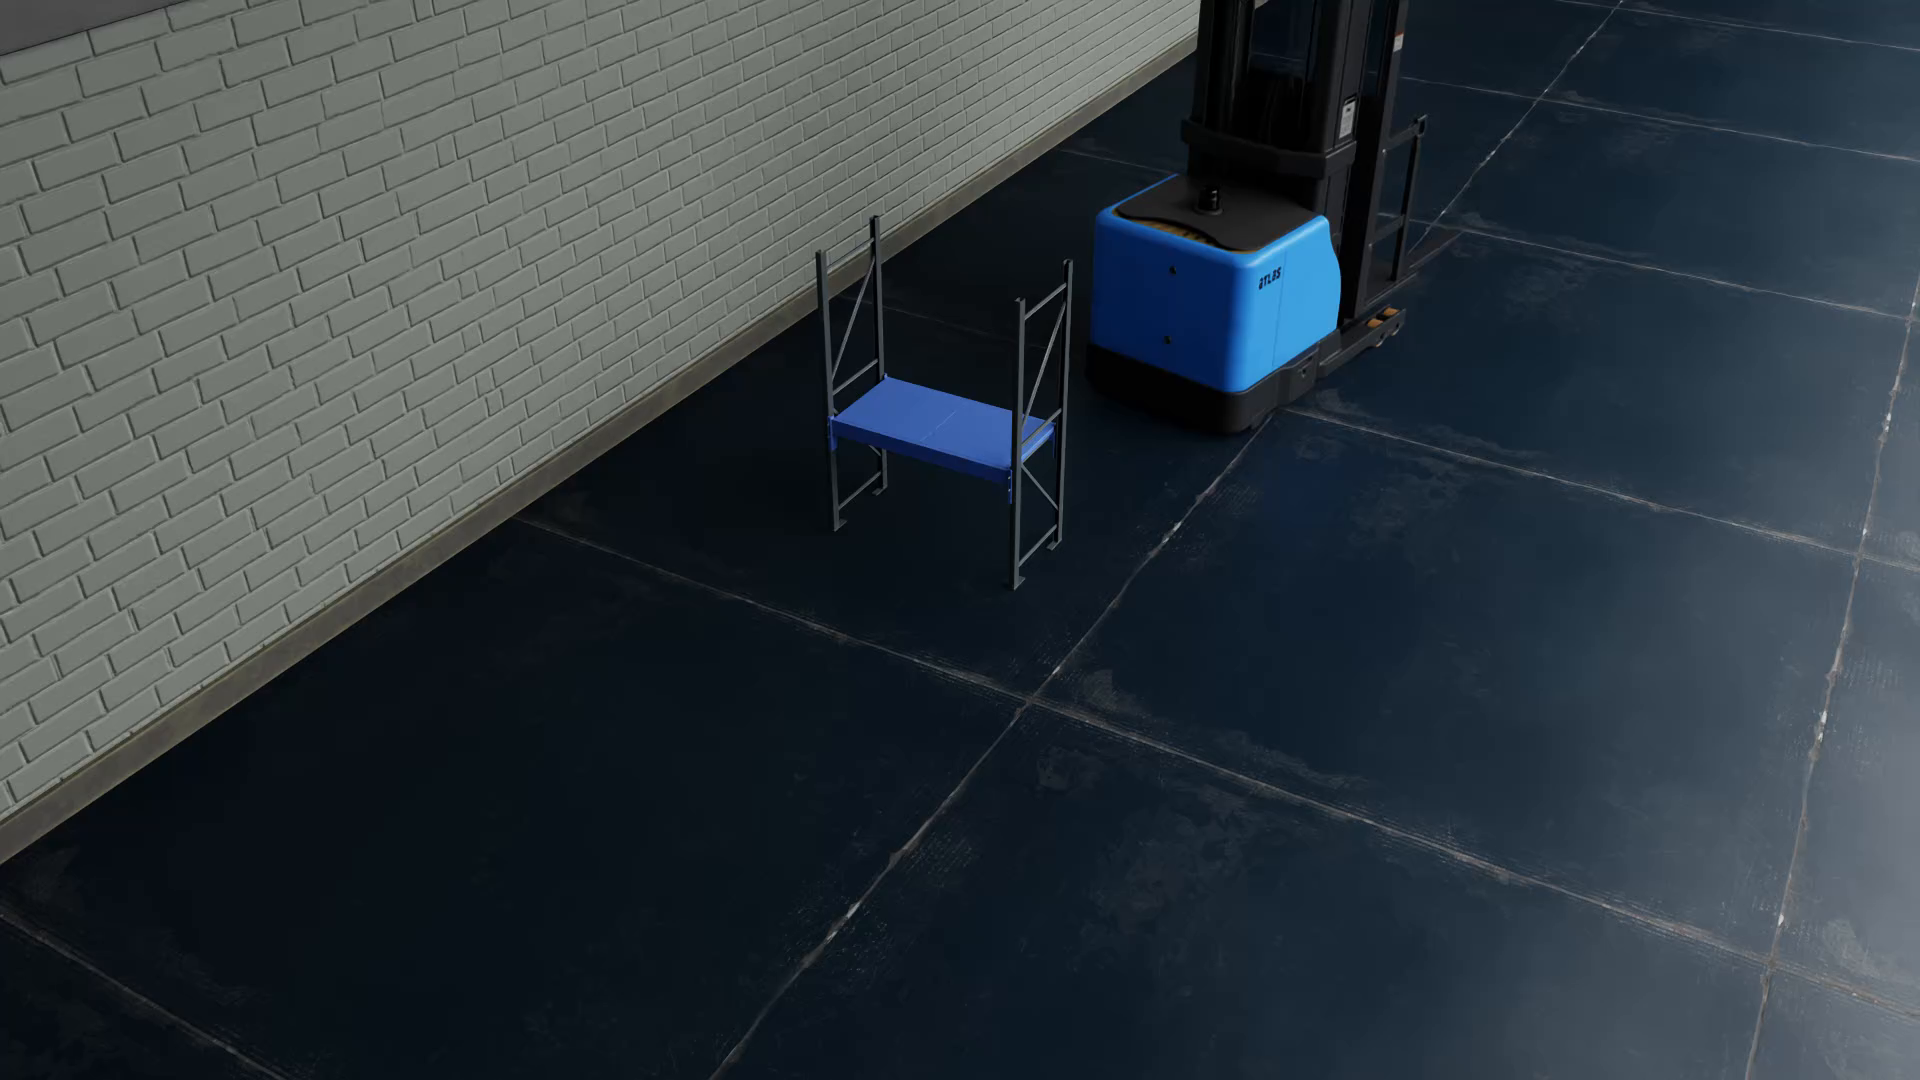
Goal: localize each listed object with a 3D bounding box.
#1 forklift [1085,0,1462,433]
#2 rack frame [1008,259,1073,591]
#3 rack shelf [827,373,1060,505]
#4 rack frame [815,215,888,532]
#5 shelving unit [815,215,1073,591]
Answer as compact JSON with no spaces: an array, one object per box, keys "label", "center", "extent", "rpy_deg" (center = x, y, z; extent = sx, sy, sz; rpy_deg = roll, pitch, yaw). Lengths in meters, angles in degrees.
[{"label":"forklift","center":[2.054,-2.542,9.422],"extent":[1.130,2.935,3.031],"rpy_deg":[25,41,33]},{"label":"rack frame","center":[0.367,-0.508,7.660],"extent":[0.032,1.500,0.500],"rpy_deg":[18,37,24]},{"label":"rack shelf","center":[-0.074,-0.498,7.969],"extent":[1.000,0.185,0.538],"rpy_deg":[18,37,24]},{"label":"rack frame","center":[-0.515,-0.788,8.079],"extent":[0.032,1.500,0.500],"rpy_deg":[18,37,24]},{"label":"shelving unit","center":[-0.074,-0.648,7.870],"extent":[1.048,1.500,0.538],"rpy_deg":[18,37,24]}]
